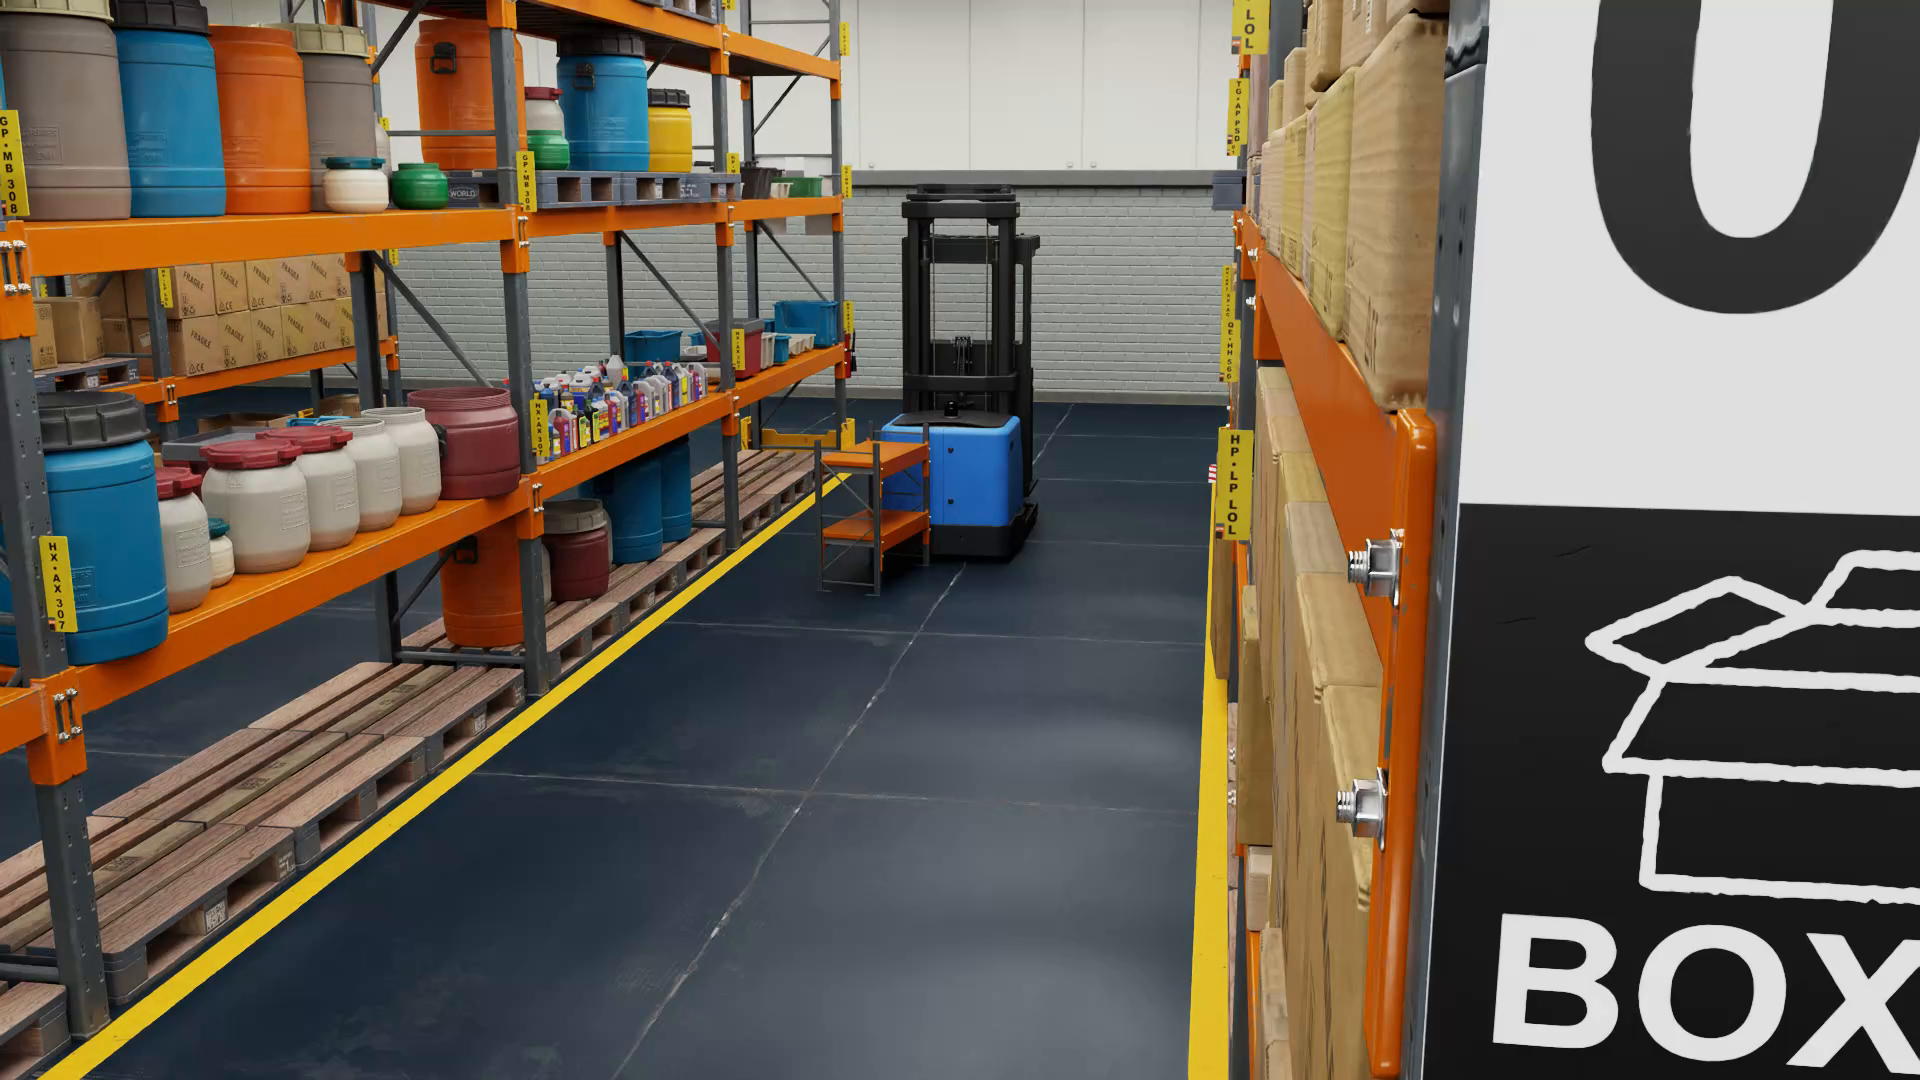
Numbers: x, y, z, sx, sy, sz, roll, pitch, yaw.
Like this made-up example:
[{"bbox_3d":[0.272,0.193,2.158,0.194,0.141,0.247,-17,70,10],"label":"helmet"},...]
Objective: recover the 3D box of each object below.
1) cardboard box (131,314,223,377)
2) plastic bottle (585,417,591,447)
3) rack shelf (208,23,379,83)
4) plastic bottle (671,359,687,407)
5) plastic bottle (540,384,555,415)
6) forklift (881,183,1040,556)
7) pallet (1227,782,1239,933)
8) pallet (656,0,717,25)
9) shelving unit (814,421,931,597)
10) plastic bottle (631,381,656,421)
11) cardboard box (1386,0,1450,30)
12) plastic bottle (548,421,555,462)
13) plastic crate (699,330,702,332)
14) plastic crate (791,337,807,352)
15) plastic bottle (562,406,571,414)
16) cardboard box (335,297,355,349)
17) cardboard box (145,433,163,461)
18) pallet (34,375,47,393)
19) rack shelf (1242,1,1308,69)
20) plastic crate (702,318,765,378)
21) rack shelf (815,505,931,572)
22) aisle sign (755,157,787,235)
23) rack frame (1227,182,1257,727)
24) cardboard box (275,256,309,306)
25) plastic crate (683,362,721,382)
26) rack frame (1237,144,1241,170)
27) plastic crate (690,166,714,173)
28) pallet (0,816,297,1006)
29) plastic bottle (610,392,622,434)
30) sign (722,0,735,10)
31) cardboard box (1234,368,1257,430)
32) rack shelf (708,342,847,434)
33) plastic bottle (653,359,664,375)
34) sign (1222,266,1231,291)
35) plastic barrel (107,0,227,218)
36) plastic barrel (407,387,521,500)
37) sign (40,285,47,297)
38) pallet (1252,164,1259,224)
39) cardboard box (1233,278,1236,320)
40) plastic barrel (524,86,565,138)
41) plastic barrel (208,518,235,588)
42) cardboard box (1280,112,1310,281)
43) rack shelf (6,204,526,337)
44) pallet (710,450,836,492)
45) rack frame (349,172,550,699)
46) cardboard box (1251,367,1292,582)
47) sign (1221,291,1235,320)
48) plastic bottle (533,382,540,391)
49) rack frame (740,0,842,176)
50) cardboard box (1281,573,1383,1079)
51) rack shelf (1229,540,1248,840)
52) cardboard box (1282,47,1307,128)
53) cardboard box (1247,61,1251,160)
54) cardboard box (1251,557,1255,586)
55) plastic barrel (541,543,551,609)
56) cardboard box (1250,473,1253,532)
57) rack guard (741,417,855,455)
[{"bbox_3d":[-6.858,-1.710,14.571,0.500,0.500,0.500,2,12,10],"label":"cardboard box"},{"bbox_3d":[-2.405,-0.700,10.593,0.097,0.201,0.097,0,12,0],"label":"plastic bottle"},{"bbox_3d":[-6.898,-4.560,15.507,1.077,0.370,4.000,2,12,9],"label":"rack shelf"},{"bbox_3d":[-2.130,-1.177,12.450,0.144,0.351,0.185,2,12,9],"label":"plastic bottle"},{"bbox_3d":[-2.870,-0.946,11.570,0.097,0.271,0.097,0,12,0],"label":"plastic bottle"},{"bbox_3d":[0.094,-1.564,14.293,1.130,2.935,3.031,2,12,8],"label":"forklift"},{"bbox_3d":[1.655,1.369,7.138,1.003,0.211,1.213,2,12,9],"label":"pallet"},{"bbox_3d":[-2.409,-3.874,12.008,1.003,0.211,1.213,2,12,9],"label":"pallet"},{"bbox_3d":[-0.645,-0.259,12.526,0.538,1.125,1.048,4,13,19],"label":"shelving unit"},{"bbox_3d":[-2.243,-0.992,11.772,0.152,0.276,0.135,2,12,9],"label":"plastic bottle"},{"bbox_3d":[0.471,-0.400,1.019,0.380,0.149,0.250,2,12,9],"label":"cardboard box"},{"bbox_3d":[-2.496,-0.610,10.009,0.097,0.271,0.097,0,12,0],"label":"plastic bottle"},{"bbox_3d":[-2.262,-1.868,15.797,0.416,0.233,0.300,2,12,9],"label":"plastic crate"},{"bbox_3d":[-1.702,-1.900,16.175,0.396,0.136,0.243,2,12,9],"label":"plastic crate"},{"bbox_3d":[-2.485,-0.708,10.465,0.097,0.271,0.097,0,12,0],"label":"plastic bottle"},{"bbox_3d":[-6.467,-2.235,17.009,0.500,0.500,0.500,2,12,9],"label":"cardboard box"},{"bbox_3d":[-7.398,-0.685,14.941,0.500,0.500,0.500,2,12,9],"label":"cardboard box"},{"bbox_3d":[-7.526,-1.043,12.166,1.003,0.211,1.213,2,12,9],"label":"pallet"},{"bbox_3d":[2.275,-3.211,10.192,1.077,0.370,4.000,2,12,9],"label":"rack shelf"},{"bbox_3d":[-1.927,-1.641,14.194,0.402,0.464,0.583,2,12,9],"label":"plastic crate"},{"bbox_3d":[-0.645,-0.020,12.577,0.538,0.278,1.000,4,13,19],"label":"rack shelf"},{"bbox_3d":[-1.979,-3.531,17.086,0.394,0.787,0.004,2,12,9],"label":"aisle sign"},{"bbox_3d":[1.967,-0.410,8.774,1.000,3.000,0.127,2,12,9],"label":"rack frame"},{"bbox_3d":[-6.618,-2.513,15.922,0.500,0.500,0.500,2,12,10],"label":"cardboard box"},{"bbox_3d":[-2.099,-1.395,13.832,0.396,0.136,0.243,2,12,9],"label":"plastic crate"},{"bbox_3d":[3.197,-5.008,15.869,1.000,3.000,0.127,2,12,9],"label":"rack frame"},{"bbox_3d":[-2.343,-3.192,14.848,0.437,0.282,0.530,2,12,9],"label":"plastic crate"},{"bbox_3d":[-3.460,1.461,6.713,1.003,0.211,1.213,2,12,9],"label":"pallet"},{"bbox_3d":[-2.319,-0.850,11.125,0.097,0.271,0.097,0,12,0],"label":"plastic bottle"},{"bbox_3d":[-1.769,-4.215,12.688,0.100,0.325,0.005,2,12,9],"label":"sign"},{"bbox_3d":[1.957,-0.781,10.260,0.500,0.500,0.500,1,12,7],"label":"cardboard box"},{"bbox_3d":[-2.004,-1.467,15.390,1.077,0.370,4.000,2,12,9],"label":"rack shelf"},{"bbox_3d":[-2.272,-1.181,12.472,0.144,0.351,0.185,2,12,9],"label":"plastic bottle"},{"bbox_3d":[2.650,-2.556,16.491,0.100,0.325,0.005,2,12,9],"label":"sign"},{"bbox_3d":[-3.477,-1.834,7.073,0.600,0.901,0.708,2,12,9],"label":"plastic barrel"},{"bbox_3d":[-2.699,-0.530,9.011,0.600,0.536,0.708,2,12,9],"label":"plastic barrel"},{"bbox_3d":[-7.743,-2.003,14.114,0.100,0.325,0.005,2,12,9],"label":"sign"},{"bbox_3d":[1.708,-1.293,6.197,1.213,0.211,1.003,2,12,9],"label":"pallet"},{"bbox_3d":[2.389,-1.785,13.027,0.500,0.500,0.500,2,12,10],"label":"cardboard box"},{"bbox_3d":[-2.803,-2.682,10.879,0.433,0.535,0.433,0,12,0],"label":"plastic barrel"},{"bbox_3d":[-3.187,0.060,6.925,0.301,0.262,0.301,0,12,0],"label":"plastic barrel"},{"bbox_3d":[0.793,-0.561,2.713,0.500,0.250,0.500,2,12,8],"label":"cardboard box"},{"bbox_3d":[-3.235,-1.268,7.347,1.077,0.370,4.000,2,12,9],"label":"rack shelf"},{"bbox_3d":[-1.862,-0.702,16.749,1.003,0.211,1.213,2,12,9],"label":"pallet"},{"bbox_3d":[-2.927,-0.570,9.519,1.000,3.000,0.127,2,12,9],"label":"rack frame"},{"bbox_3d":[1.031,-0.175,4.367,0.500,0.500,0.500,2,12,9],"label":"cardboard box"},{"bbox_3d":[2.034,-1.722,12.620,0.100,0.325,0.005,2,12,9],"label":"sign"},{"bbox_3d":[-2.997,-0.971,11.686,0.097,0.271,0.097,0,12,0],"label":"plastic bottle"},{"bbox_3d":[-1.697,-5.168,16.614,1.000,3.000,0.127,2,12,9],"label":"rack frame"},{"bbox_3d":[0.648,0.346,1.952,0.500,0.500,0.500,2,12,9],"label":"cardboard box"},{"bbox_3d":[1.659,0.358,6.918,1.077,0.370,4.000,2,12,9],"label":"rack shelf"},{"bbox_3d":[0.839,-0.889,3.287,0.380,0.149,0.250,2,12,8],"label":"cardboard box"},{"bbox_3d":[1.641,-2.080,7.979,0.500,0.500,0.500,2,12,9],"label":"cardboard box"},{"bbox_3d":[1.222,0.320,4.443,0.875,0.500,0.500,2,12,9],"label":"cardboard box"},{"bbox_3d":[-2.870,0.218,10.770,0.421,0.512,0.421,0,12,0],"label":"plastic barrel"},{"bbox_3d":[1.482,-0.200,7.161,0.500,0.250,0.500,2,12,7],"label":"cardboard box"},{"bbox_3d":[-1.706,-1.019,17.535,1.175,0.500,0.348,2,12,9],"label":"rack guard"}]
